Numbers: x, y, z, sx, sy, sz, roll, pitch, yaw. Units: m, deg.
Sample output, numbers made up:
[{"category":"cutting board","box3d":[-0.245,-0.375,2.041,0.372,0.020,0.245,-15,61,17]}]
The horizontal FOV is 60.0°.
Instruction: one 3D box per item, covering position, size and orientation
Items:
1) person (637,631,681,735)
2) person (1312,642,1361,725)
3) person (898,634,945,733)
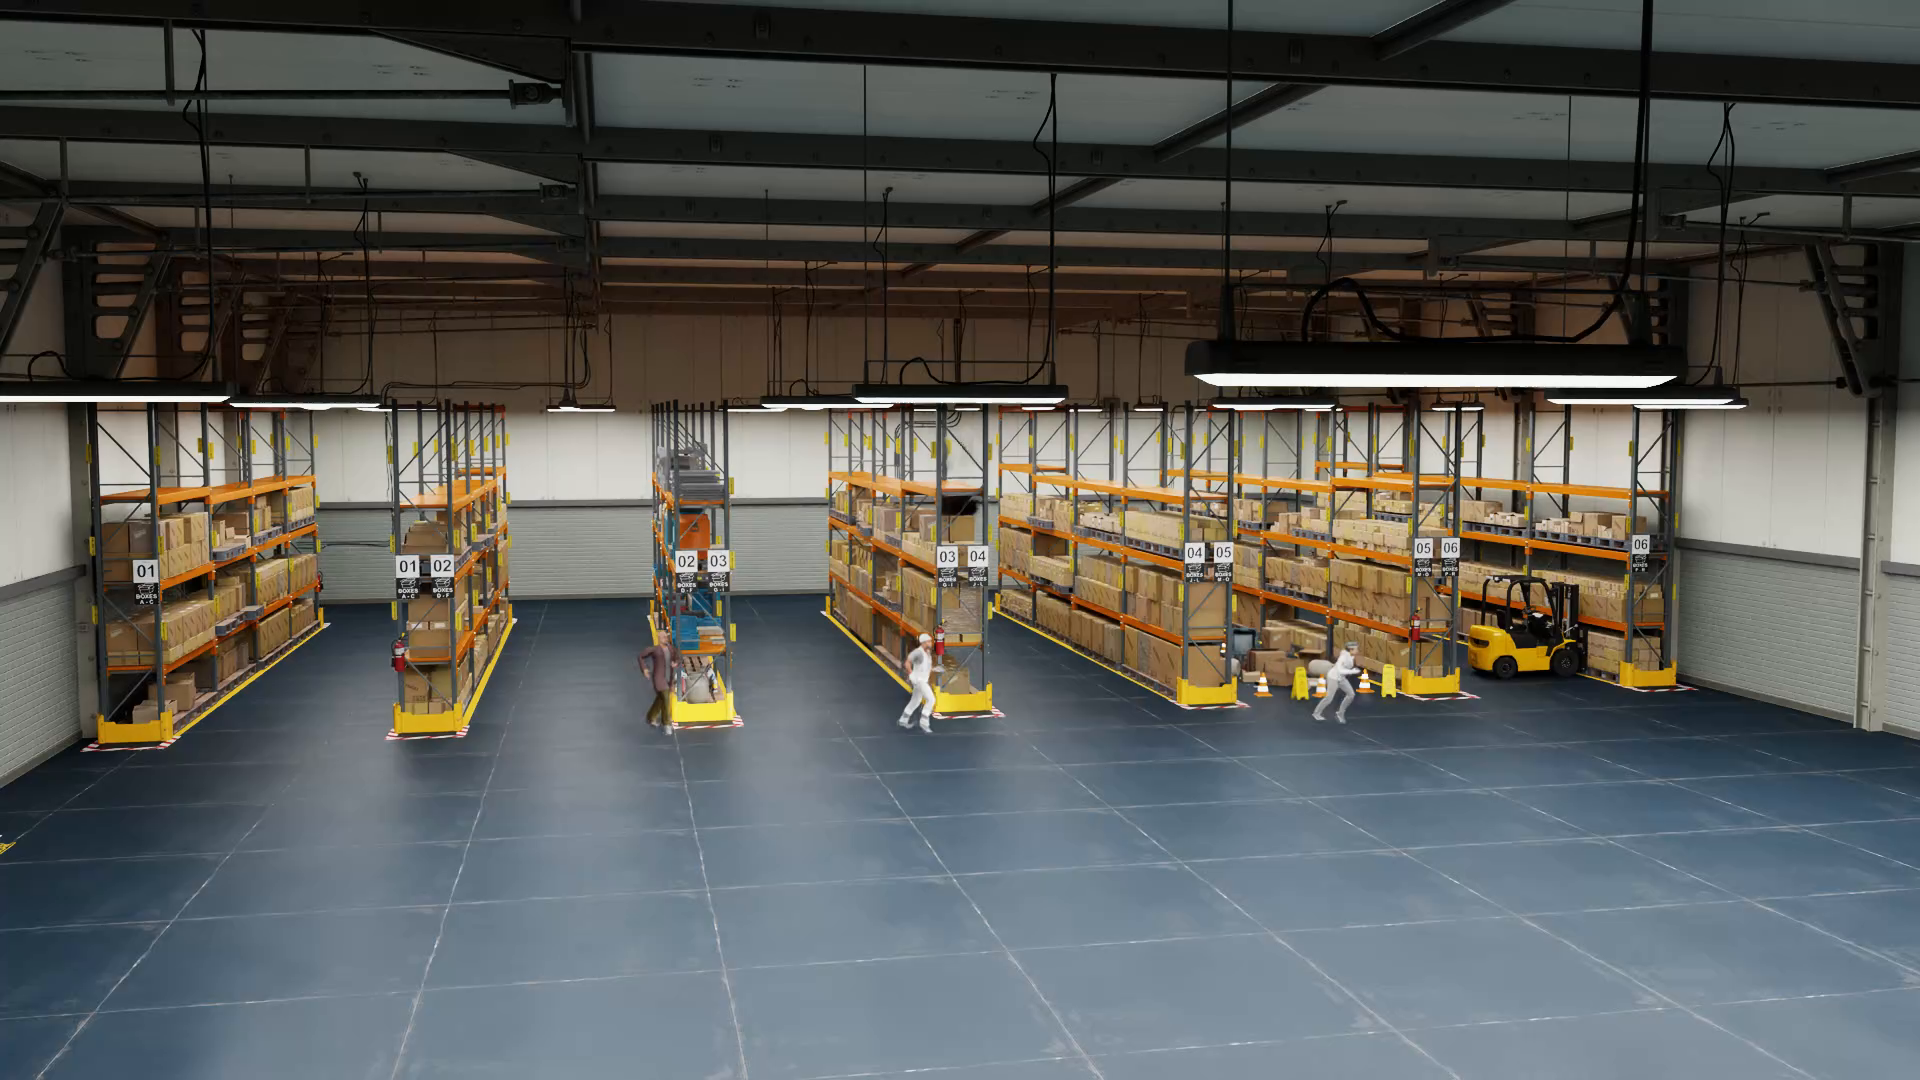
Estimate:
[{"category":"person","box3d":[-5.389,2.581,30.110,0.823,1.851,0.732,3,5,34]},{"category":"person","box3d":[7.008,2.639,30.840,0.940,1.577,0.650,3,5,35]},{"category":"person","box3d":[-0.709,2.593,30.027,0.864,1.824,0.587,1,4,12]}]
